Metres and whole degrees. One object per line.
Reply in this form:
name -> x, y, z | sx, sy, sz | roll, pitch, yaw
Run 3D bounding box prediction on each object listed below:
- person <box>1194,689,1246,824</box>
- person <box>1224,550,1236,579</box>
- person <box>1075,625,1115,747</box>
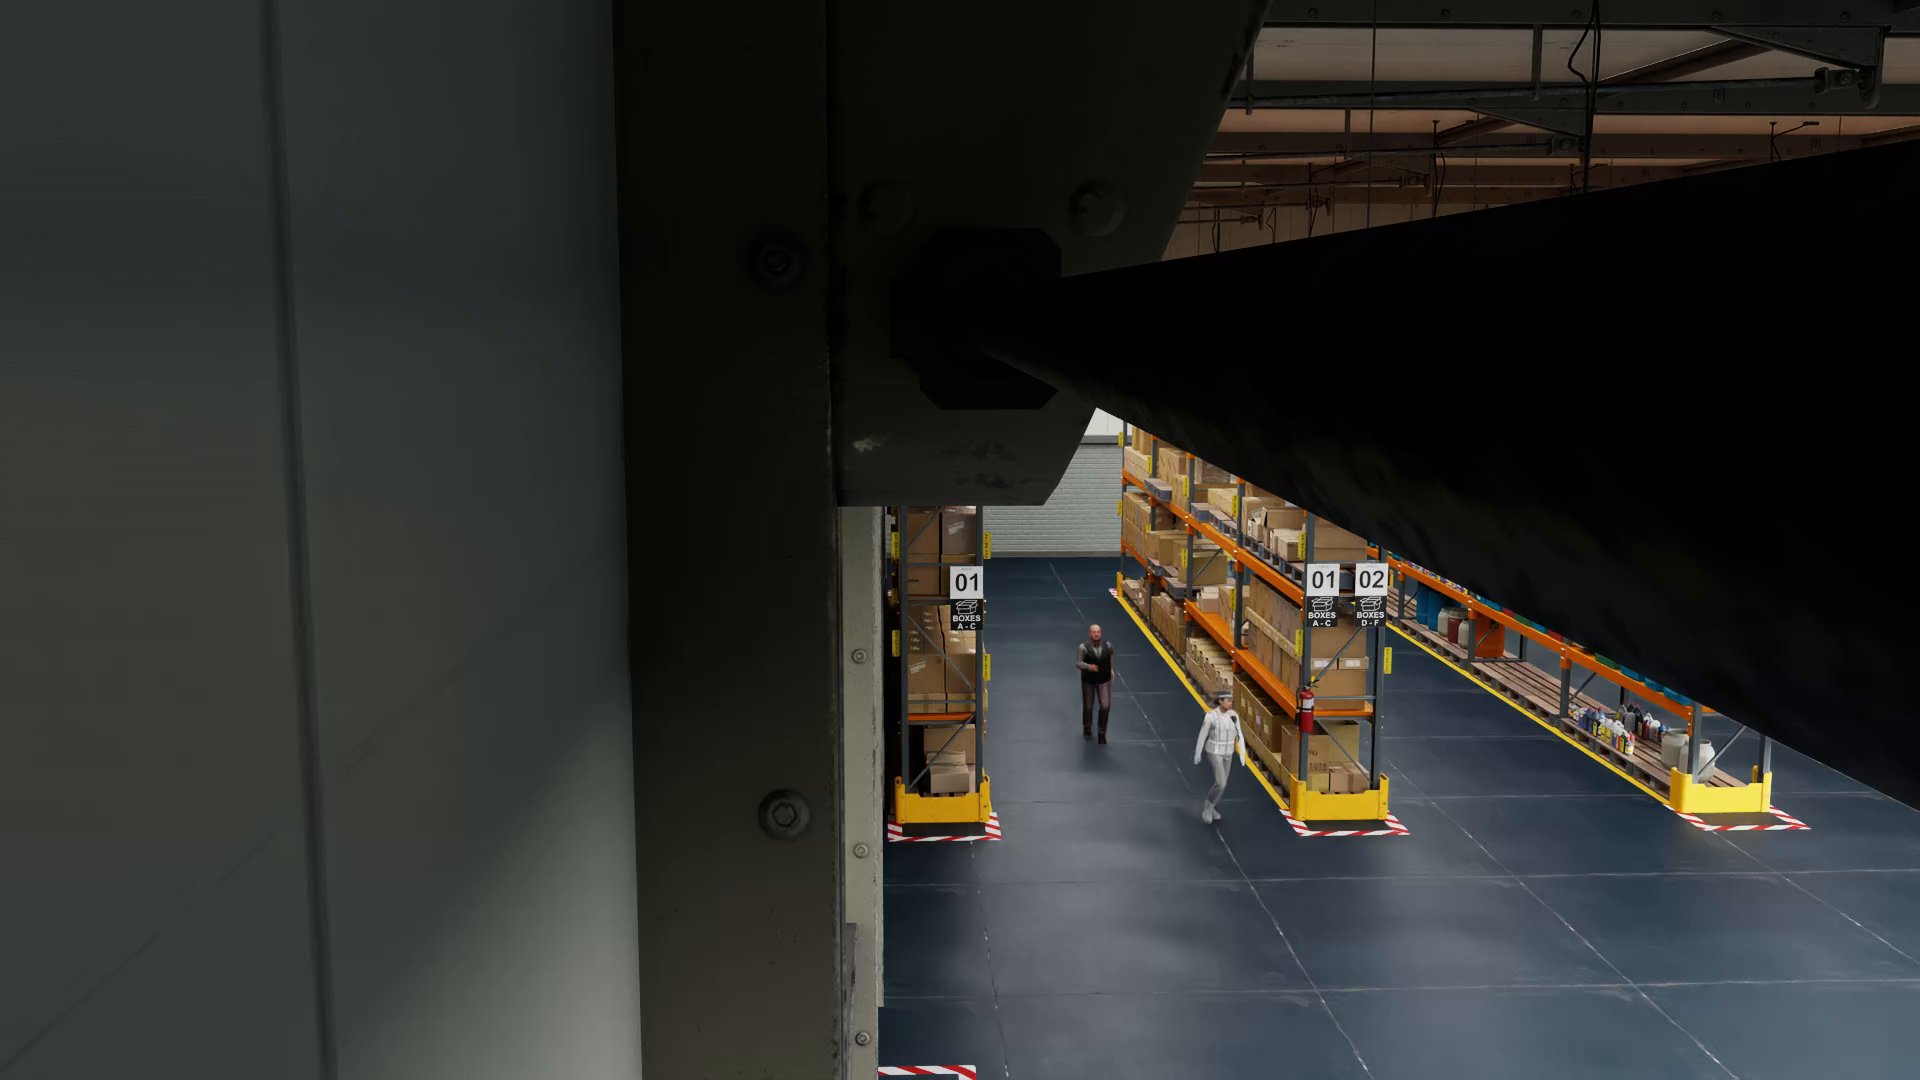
person -> 3.206, 2.636, 20.438 | 0.538, 1.670, 0.513 | -4, 9, -27
person -> 5.746, 0.477, 35.503 | 0.672, 1.789, 0.726 | -2, 8, -13
person -> 1.972, 2.102, 24.148 | 0.631, 1.774, 0.830 | -1, 8, -5
